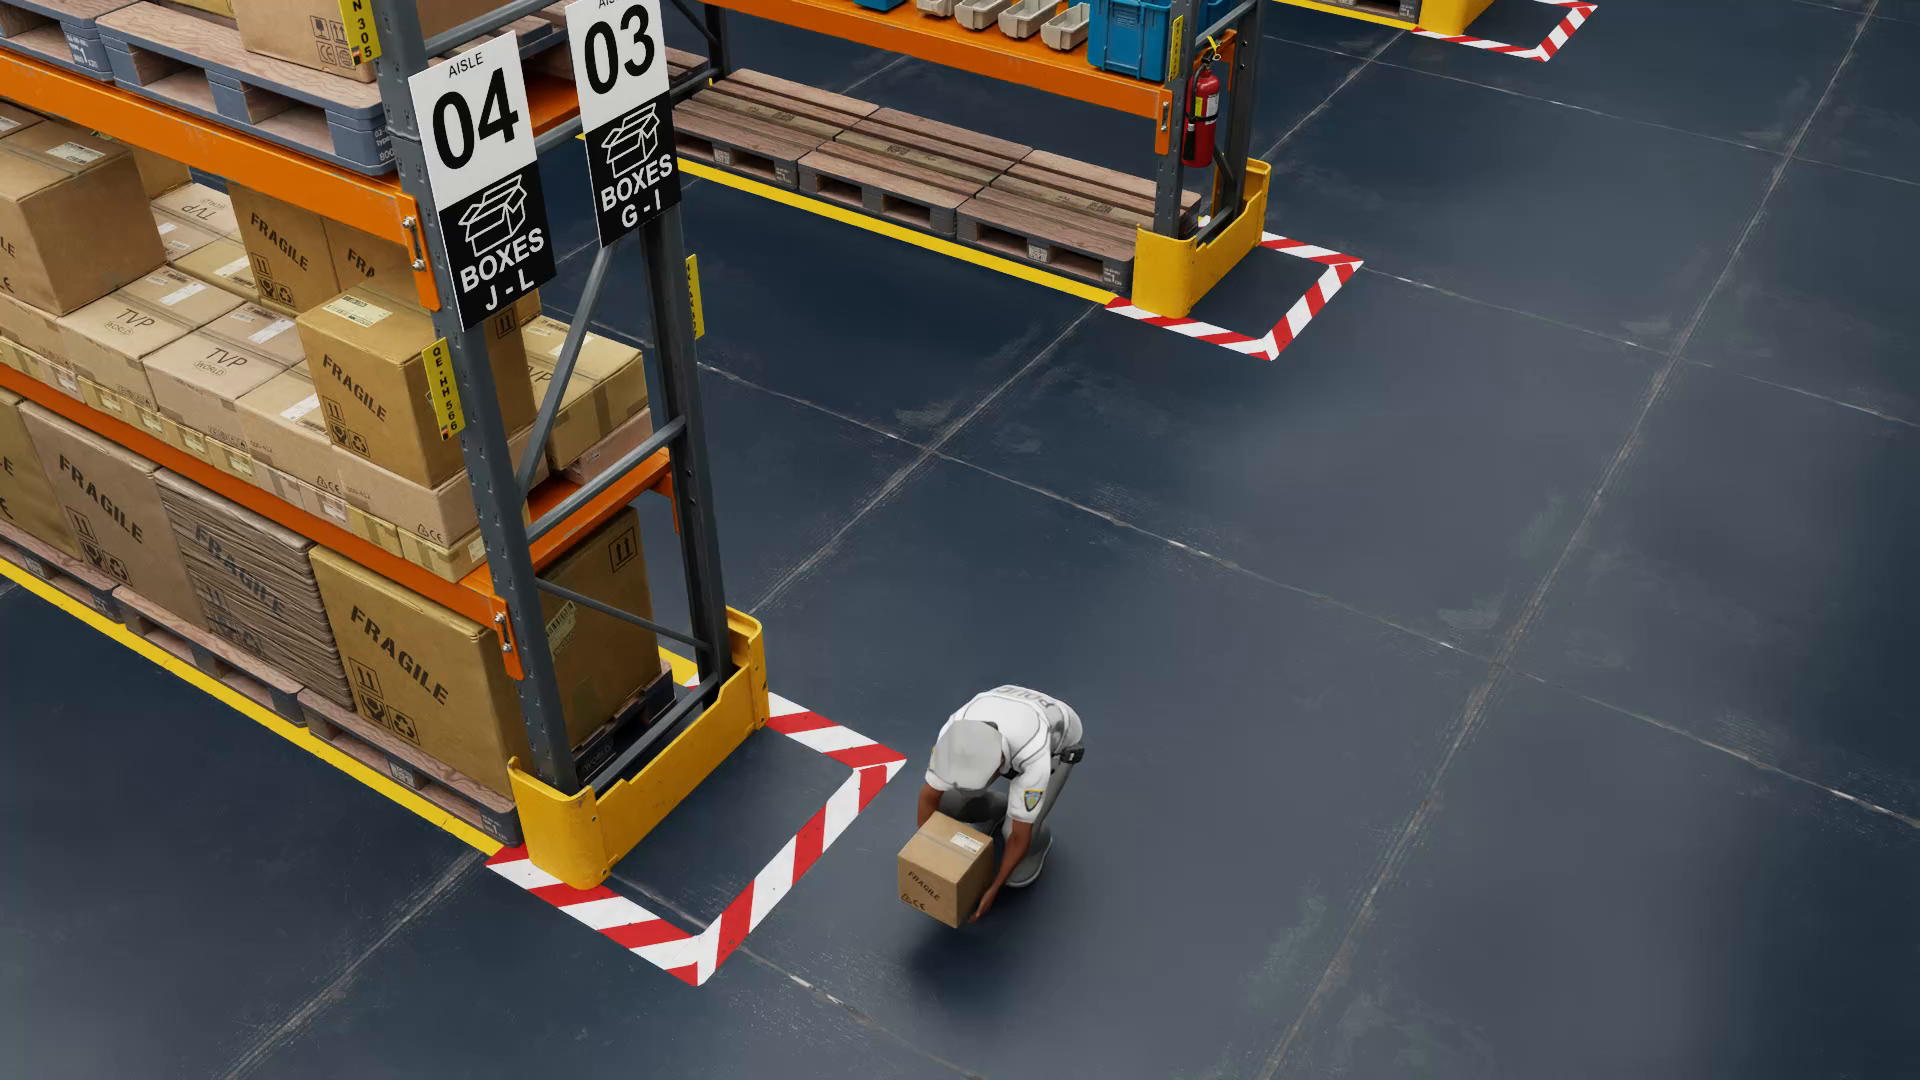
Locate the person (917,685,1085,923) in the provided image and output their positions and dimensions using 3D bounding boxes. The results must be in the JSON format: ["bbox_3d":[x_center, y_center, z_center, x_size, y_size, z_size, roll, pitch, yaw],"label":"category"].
[{"bbox_3d":[0.151,0.882,6.140,0.484,0.968,0.835,22,43,25],"label":"person"}]
